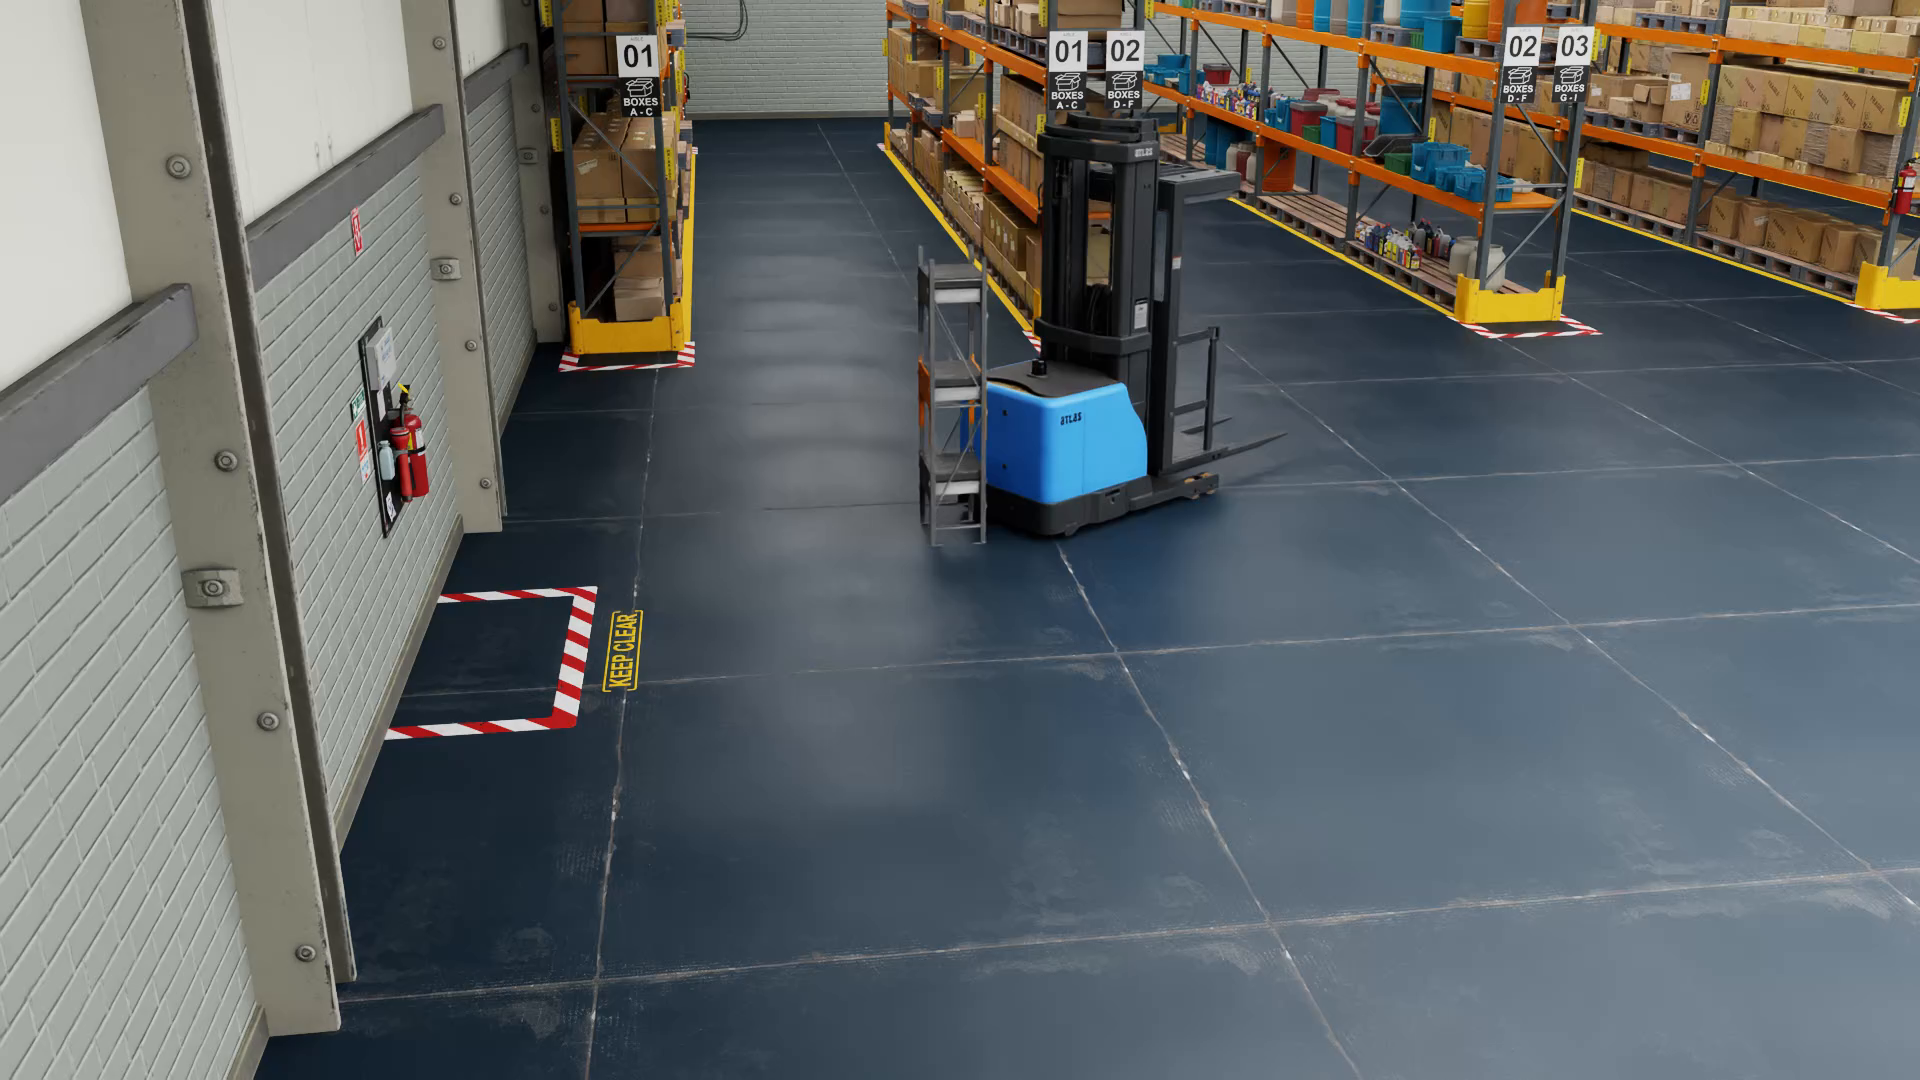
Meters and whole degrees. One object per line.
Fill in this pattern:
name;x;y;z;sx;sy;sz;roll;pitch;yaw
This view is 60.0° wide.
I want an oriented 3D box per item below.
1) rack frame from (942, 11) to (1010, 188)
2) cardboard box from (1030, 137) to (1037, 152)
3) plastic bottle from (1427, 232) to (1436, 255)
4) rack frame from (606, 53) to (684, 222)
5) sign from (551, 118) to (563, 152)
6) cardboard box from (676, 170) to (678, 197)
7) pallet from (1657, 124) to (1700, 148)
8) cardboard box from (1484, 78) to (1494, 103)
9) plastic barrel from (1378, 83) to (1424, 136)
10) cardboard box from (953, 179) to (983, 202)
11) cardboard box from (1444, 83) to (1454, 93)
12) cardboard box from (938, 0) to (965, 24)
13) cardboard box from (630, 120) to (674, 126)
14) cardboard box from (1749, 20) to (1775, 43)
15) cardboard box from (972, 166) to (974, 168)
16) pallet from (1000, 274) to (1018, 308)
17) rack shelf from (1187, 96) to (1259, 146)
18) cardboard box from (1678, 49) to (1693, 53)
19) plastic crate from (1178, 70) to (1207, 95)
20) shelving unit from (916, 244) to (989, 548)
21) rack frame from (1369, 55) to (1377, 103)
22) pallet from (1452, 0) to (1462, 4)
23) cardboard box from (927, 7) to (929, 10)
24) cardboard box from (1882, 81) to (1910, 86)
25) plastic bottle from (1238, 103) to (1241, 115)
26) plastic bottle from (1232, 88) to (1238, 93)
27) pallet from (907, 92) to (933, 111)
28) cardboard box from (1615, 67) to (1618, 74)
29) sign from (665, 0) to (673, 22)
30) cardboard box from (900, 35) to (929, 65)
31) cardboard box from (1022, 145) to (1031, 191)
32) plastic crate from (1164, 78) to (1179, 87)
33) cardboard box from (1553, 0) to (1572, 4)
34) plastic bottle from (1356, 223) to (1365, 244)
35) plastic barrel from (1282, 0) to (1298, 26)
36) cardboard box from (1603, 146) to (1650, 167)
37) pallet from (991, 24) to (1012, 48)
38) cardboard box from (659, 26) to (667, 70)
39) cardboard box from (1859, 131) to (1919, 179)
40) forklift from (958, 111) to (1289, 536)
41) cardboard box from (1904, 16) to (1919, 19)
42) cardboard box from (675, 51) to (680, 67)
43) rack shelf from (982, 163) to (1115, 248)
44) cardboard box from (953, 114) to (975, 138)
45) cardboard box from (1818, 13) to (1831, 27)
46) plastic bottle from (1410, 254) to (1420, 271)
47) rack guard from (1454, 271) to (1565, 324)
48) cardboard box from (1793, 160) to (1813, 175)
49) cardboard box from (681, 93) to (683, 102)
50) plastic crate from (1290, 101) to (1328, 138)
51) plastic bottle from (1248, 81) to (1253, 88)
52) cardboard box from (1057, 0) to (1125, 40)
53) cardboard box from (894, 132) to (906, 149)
rack frame;0.243;-6.430;25.145;1.000;3.000;0.127;-3;21;-8
cardboard box;1.004;-4.491;18.883;0.380;0.149;0.250;-2;21;-6
plastic bottle;6.076;-3.827;21.428;0.061;0.283;0.133;-3;21;-8
rack frame;-4.659;-6.179;24.473;1.000;3.000;0.127;-3;21;-8
sign;-4.058;-4.079;16.742;0.100;0.325;0.005;-3;21;-8
cardboard box;-3.489;-4.064;18.996;0.500;0.250;0.500;-3;21;-7
pallet;10.656;-5.726;23.533;1.003;0.211;1.213;-3;21;-8
cardboard box;9.433;-7.841;28.780;0.500;0.500;0.500;-3;21;-9
plastic barrel;5.966;-5.678;22.414;0.600;0.901;0.708;-3;21;-8
cardboard box;0.183;-5.047;23.971;0.500;0.311;0.500;-3;21;-9
cardboard box;9.101;-8.285;30.470;0.380;0.149;0.250;-3;21;-7
cardboard box;0.146;-8.032;25.003;0.910;0.500;0.500;-3;21;-8
cardboard box;-3.568;-4.589;19.330;0.500;0.500;0.500;-4;21;-9
cardboard box;10.515;-6.527;21.331;0.500;0.250;0.500;-3;21;-8
cardboard box;0.460;-5.637;25.966;0.500;0.500;0.500;-2;21;-5
pallet;1.072;-3.038;20.049;1.003;0.211;1.213;-3;21;-8
rack shelf;4.857;-7.034;27.791;1.077;0.370;4.000;-3;21;-8
cardboard box;13.969;-9.048;31.586;0.500;0.500;0.500;-3;21;-9
plastic crate;4.163;-8.229;29.898;0.392;0.384;0.575;-3;21;-8
shelving unit;-0.057;-1.027;11.964;0.431;2.100;0.503;-4;21;-10
rack frame;8.893;-9.698;33.896;1.000;3.000;0.127;-3;21;-8
pallet;9.362;-9.961;30.438;1.003;0.211;1.213;-3;21;-8
cardboard box;-0.667;-9.305;28.769;0.500;0.250;0.500;-3;21;-8
cardboard box;11.325;-5.191;19.830;0.500;0.500;0.500;-3;21;-8
plastic bottle;4.562;-6.993;26.937;0.097;0.201;0.097;0;20;0
plastic bottle;4.824;-7.838;29.198;0.097;0.201;0.097;0;20;0
pallet;-0.327;-7.443;28.131;1.003;0.211;1.213;-3;21;-8
cardboard box;13.616;-9.581;33.941;0.380;0.149;0.250;-2;21;-6
sign;-3.546;-6.471;20.230;0.100;0.325;0.005;-3;21;-8
cardboard box;-0.812;-8.844;30.036;0.500;0.500;0.500;-3;21;-7
cardboard box;1.115;-4.405;19.581;0.700;0.500;0.500;-2;21;-6
plastic crate;4.020;-8.556;31.128;0.293;0.136;0.466;-3;21;-8
cardboard box;9.887;-8.786;26.419;0.797;0.503;0.637;-2;21;-5
plastic bottle;5.334;-4.089;22.148;0.097;0.271;0.097;0;20;0
plastic barrel;5.048;-8.023;24.407;0.600;0.901;0.600;0;20;0
cardboard box;10.259;-5.901;25.601;0.500;0.250;0.500;-1;20;-2
pallet;0.968;-6.115;20.141;1.003;0.211;1.213;-3;21;-8
cardboard box;-3.348;-5.187;17.357;0.500;0.500;0.500;-2;21;-4
cardboard box;11.147;-4.537;19.507;0.875;0.500;0.500;-3;21;-8
forklift;1.421;-1.813;12.881;3.031;2.935;1.130;-17;27;-38
cardboard box;11.320;-6.061;19.515;0.380;0.149;0.250;-2;21;-6
cardboard box;-4.915;-7.962;27.578;0.500;0.250;0.500;-2;21;-6
rack shelf;1.108;-4.016;19.709;1.077;0.370;4.000;-3;21;-8
cardboard box;0.180;-6.069;24.306;0.500;0.311;0.500;-3;21;-8
cardboard box;10.677;-6.309;20.178;0.380;0.149;0.250;-4;21;-11
plastic bottle;5.599;-3.418;20.450;0.097;0.201;0.097;0;20;0
rack guard;6.241;-2.762;18.896;1.175;0.500;0.348;-3;21;-8
cardboard box;10.634;-4.643;20.720;0.380;0.149;0.250;-3;21;-8
cardboard box;-5.297;-7.893;28.633;0.980;0.700;0.700;-3;21;-7
plastic crate;5.075;-6.134;24.260;0.402;0.464;0.583;-3;21;-8
plastic bottle;5.025;-7.739;28.719;0.144;0.351;0.185;-3;21;-8
cardboard box;1.317;-5.575;17.622;0.797;0.503;0.637;-1;21;-4
cardboard box;-0.969;-7.569;31.496;0.500;0.250;0.500;-3;21;-8
